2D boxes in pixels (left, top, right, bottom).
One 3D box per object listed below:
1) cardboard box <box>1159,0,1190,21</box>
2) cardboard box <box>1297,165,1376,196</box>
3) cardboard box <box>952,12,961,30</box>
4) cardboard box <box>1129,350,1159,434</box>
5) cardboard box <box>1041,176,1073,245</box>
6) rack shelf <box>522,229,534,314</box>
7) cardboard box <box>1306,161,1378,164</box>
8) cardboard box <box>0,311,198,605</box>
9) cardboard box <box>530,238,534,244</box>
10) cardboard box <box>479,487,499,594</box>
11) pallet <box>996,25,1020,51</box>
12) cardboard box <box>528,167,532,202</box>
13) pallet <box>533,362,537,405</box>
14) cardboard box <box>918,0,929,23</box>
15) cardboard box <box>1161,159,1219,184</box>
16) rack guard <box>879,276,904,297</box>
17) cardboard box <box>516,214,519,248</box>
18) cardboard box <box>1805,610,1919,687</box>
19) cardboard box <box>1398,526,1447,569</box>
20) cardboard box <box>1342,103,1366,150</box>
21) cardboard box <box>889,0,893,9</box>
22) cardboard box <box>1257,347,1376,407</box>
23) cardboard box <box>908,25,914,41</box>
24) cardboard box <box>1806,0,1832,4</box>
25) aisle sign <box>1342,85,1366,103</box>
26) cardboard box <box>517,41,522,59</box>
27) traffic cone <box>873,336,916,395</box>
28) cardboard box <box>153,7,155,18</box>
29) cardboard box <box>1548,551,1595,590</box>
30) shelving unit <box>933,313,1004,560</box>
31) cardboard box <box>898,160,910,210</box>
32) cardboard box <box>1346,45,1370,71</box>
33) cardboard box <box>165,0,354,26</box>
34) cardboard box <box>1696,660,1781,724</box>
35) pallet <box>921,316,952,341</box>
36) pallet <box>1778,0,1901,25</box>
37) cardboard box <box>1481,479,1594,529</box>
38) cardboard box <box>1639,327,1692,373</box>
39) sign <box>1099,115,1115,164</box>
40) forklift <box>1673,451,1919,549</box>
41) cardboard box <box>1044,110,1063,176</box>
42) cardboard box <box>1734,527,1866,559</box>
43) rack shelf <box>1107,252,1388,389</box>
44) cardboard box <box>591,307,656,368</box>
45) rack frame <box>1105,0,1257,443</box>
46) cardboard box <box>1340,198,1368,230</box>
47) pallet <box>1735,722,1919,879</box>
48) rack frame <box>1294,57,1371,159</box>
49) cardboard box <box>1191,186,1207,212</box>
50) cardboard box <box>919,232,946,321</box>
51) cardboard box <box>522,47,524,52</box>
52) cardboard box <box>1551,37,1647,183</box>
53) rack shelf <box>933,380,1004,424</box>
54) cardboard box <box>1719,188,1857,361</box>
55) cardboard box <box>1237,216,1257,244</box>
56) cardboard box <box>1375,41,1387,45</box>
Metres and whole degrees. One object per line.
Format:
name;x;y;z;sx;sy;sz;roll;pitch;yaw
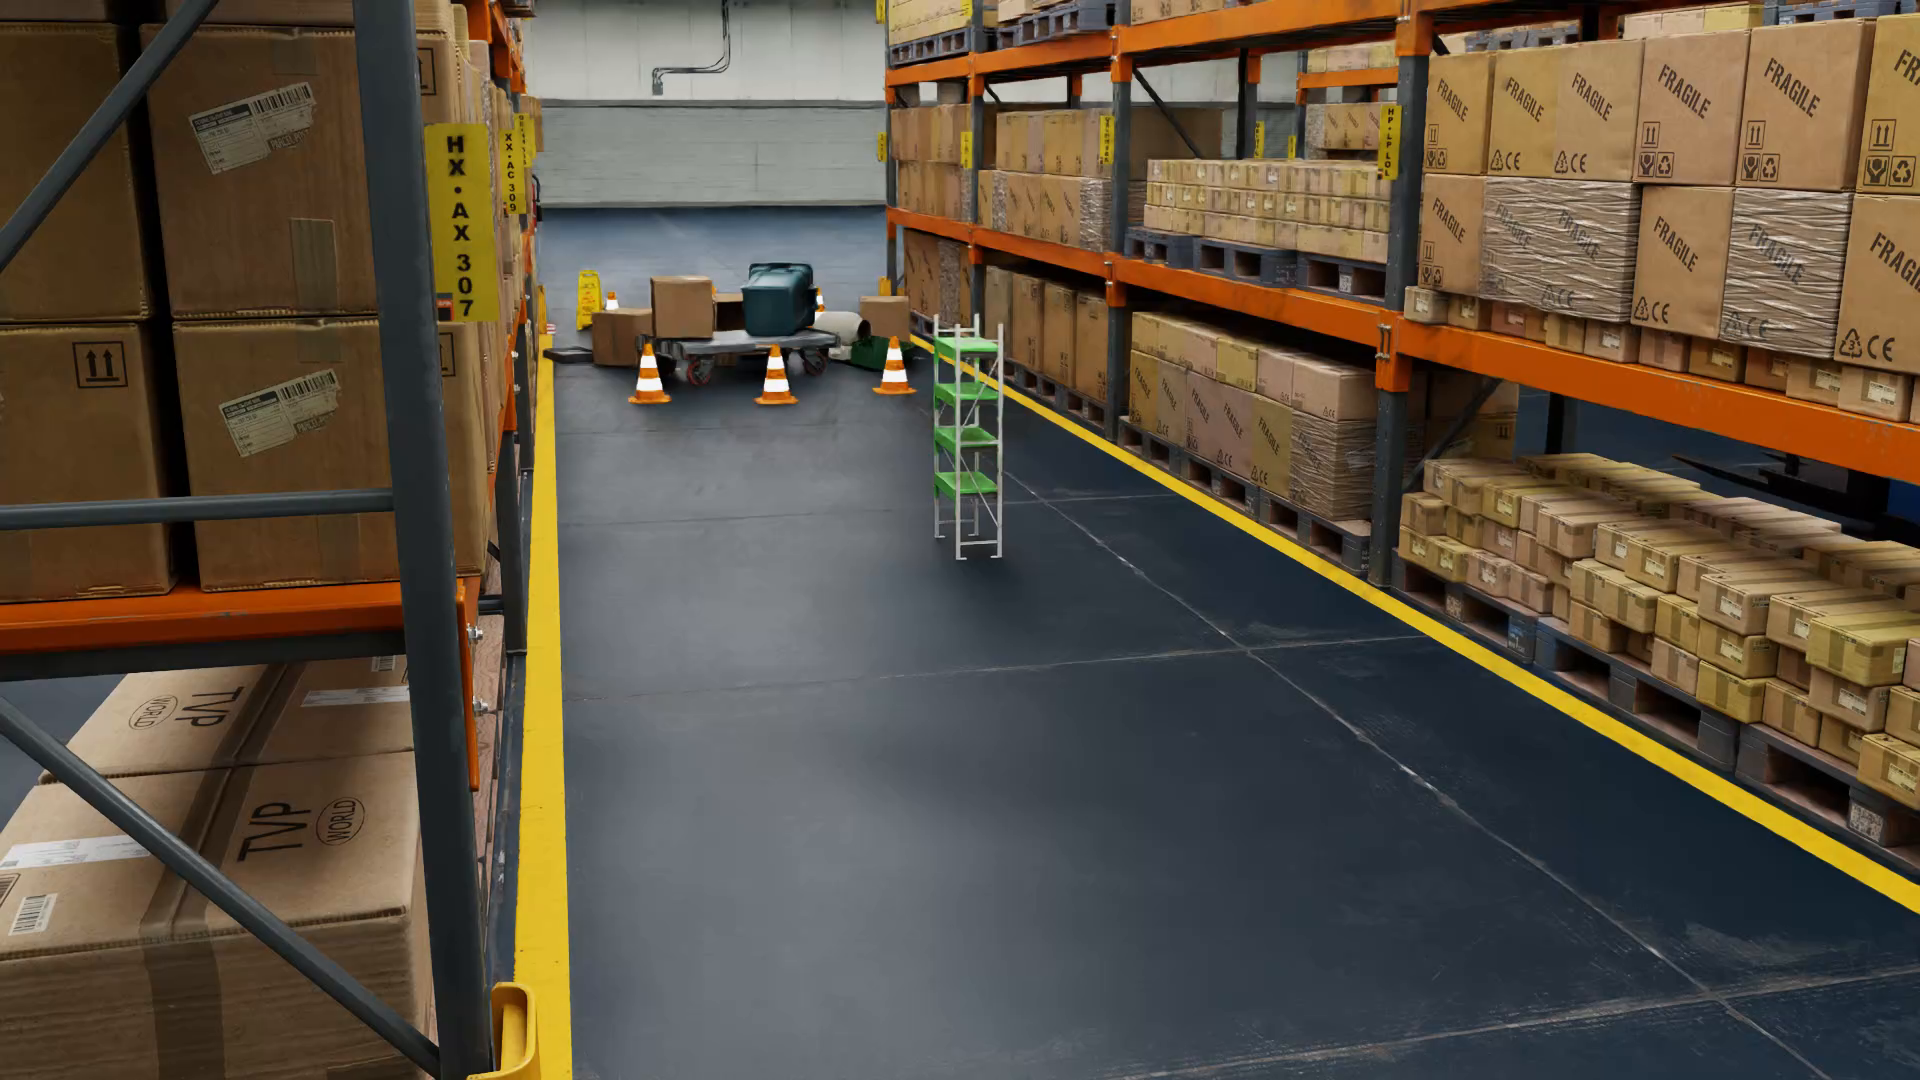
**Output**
cardboard box;1.536;-3.429;10.110;0.500;0.500;0.500;-3;14;-13
cardboard box;2.007;-1.897;8.761;0.380;0.149;0.250;-3;14;-13
cardboard box;0.141;-4.819;15.447;0.380;0.149;0.250;-3;14;-12
cardboard box;1.455;-0.997;11.069;0.500;0.500;0.500;-4;14;-16
cardboard box;0.936;-2.553;12.844;0.500;0.500;0.500;-4;14;-14
rack shelf;-3.721;-1.997;12.298;1.077;0.370;4.000;-3;14;-13
cardboard box;2.333;-2.232;10.135;0.380;0.149;0.250;-3;14;-13
cardboard box;-1.743;-0.185;3.153;0.500;0.500;0.500;-3;14;-13
cardboard box;-4.421;-2.908;16.473;0.380;0.149;0.250;-3;14;-11
cardboard box;-2.535;-0.273;7.316;0.875;0.875;0.875;-3;14;-11
pallet;0.860;-4.263;14.138;0.805;0.209;1.217;-4;14;-15
cardboard box;-4.508;-3.583;16.434;0.500;0.500;0.500;-3;14;-13
pallet;-4.007;-1.274;13.697;1.003;0.211;1.213;-3;14;-13
cardboard box;-0.122;-5.337;16.724;0.500;0.250;0.500;-3;14;-13
cardboard box;1.522;-2.376;10.724;0.380;0.149;0.250;-4;14;-15
rack guard;-0.348;-2.821;19.422;1.175;0.500;0.348;-3;14;-13
cardboard box;-2.504;-1.603;8.431;0.500;0.250;0.500;-4;14;-15
cardboard box;2.857;0.331;5.121;0.380;0.149;0.250;-4;14;-14
cardboard box;2.249;0.021;7.643;0.380;0.149;0.250;-4;14;-16
cardboard box;4.596;-4.589;18.446;0.500;0.500;0.500;-3;14;-13
cardboard box;-0.573;-5.910;18.233;0.380;0.149;0.250;-3;14;-13
cardboard box;1.947;-0.893;9.064;0.500;0.250;0.500;-3;14;-11
cardboard box;-0.336;-5.288;17.365;0.380;0.149;0.250;-3;14;-13
cardboard box;6.521;-4.309;12.660;0.500;0.500;0.500;-3;14;-13
aisle sign;4.780;-5.577;19.957;0.394;0.787;0.004;-3;14;-13
cardboard box;-4.243;-4.531;15.362;0.380;0.149;0.250;-4;14;-14
traffic cone;-0.556;-1.482;14.016;0.336;0.463;0.334;-3;14;-13
cardboard box;-1.896;-1.133;3.562;0.380;0.149;0.250;-3;14;-12
cardboard box;2.591;0.111;6.649;0.380;0.149;0.250;-3;14;-11
shelving unit;0.039;-0.545;8.628;0.258;1.200;0.503;-3;14;-13
cardboard box;-0.211;-4.020;18.745;0.875;0.550;0.550;-3;14;-13
cardboard box;4.604;-5.309;18.333;0.500;0.250;0.500;-3;14;-13
cardboard box;-1.187;-0.987;2.961;0.380;0.149;0.250;-3;14;-12
cardboard box;2.760;0.501;5.678;0.380;0.149;0.250;-4;14;-16
pallet;0.204;-2.215;17.547;1.003;0.211;1.213;-3;14;-13
pallet;6.584;-3.658;11.655;1.213;0.211;1.003;-3;14;-11
cardboard box;2.470;-0.156;7.116;0.380;0.149;0.250;-3;14;-14
cardboard box;2.689;-0.696;5.984;0.380;0.149;0.250;-3;14;-11
sign;0.998;-2.715;11.282;0.100;0.325;0.005;-3;14;-13
forklift;4.957;-1.385;8.422;1.130;2.935;3.031;-3;14;-11
cardboard box;1.078;-3.176;13.288;0.700;0.500;0.500;-3;14;-14
cardboard box;3.142;0.058;6.239;0.380;0.149;0.250;-3;14;-13
rack shelf;2.006;-1.374;9.746;1.077;0.370;4.000;-3;14;-13
cardboard box;-3.120;-1.918;15.720;0.500;0.500;0.500;7;15;26
rack frame;1.536;-2.185;11.549;1.000;3.000;0.127;-3;14;-13
cardboard box;2.127;-1.630;8.296;0.380;0.149;0.250;-3;14;-13
pallet;3.241;0.809;5.173;1.003;0.211;1.213;-3;14;-13
rack frame;4.503;-4.283;20.139;1.000;3.000;0.127;-3;14;-13
cardboard box;1.646;-2.106;10.246;0.380;0.149;0.250;-3;14;-13
cardboard box;0.090;-2.846;17.849;0.875;0.875;0.875;-4;14;-14
cardboard box;-4.748;-5.157;17.083;0.500;0.250;0.500;-3;14;-14
cardboard box;2.570;-1.586;6.155;0.500;0.500;0.500;-3;14;-12
rack shelf;0.039;-0.716;8.587;0.258;0.148;0.480;-3;14;-13
cardboard box;2.815;-0.857;5.277;0.500;0.500;0.500;-3;14;-13
cardboard box;1.818;-1.786;9.563;0.380;0.149;0.250;-4;14;-15
cardboard box;4.719;-5.428;17.980;0.380;0.149;0.250;-3;14;-14
